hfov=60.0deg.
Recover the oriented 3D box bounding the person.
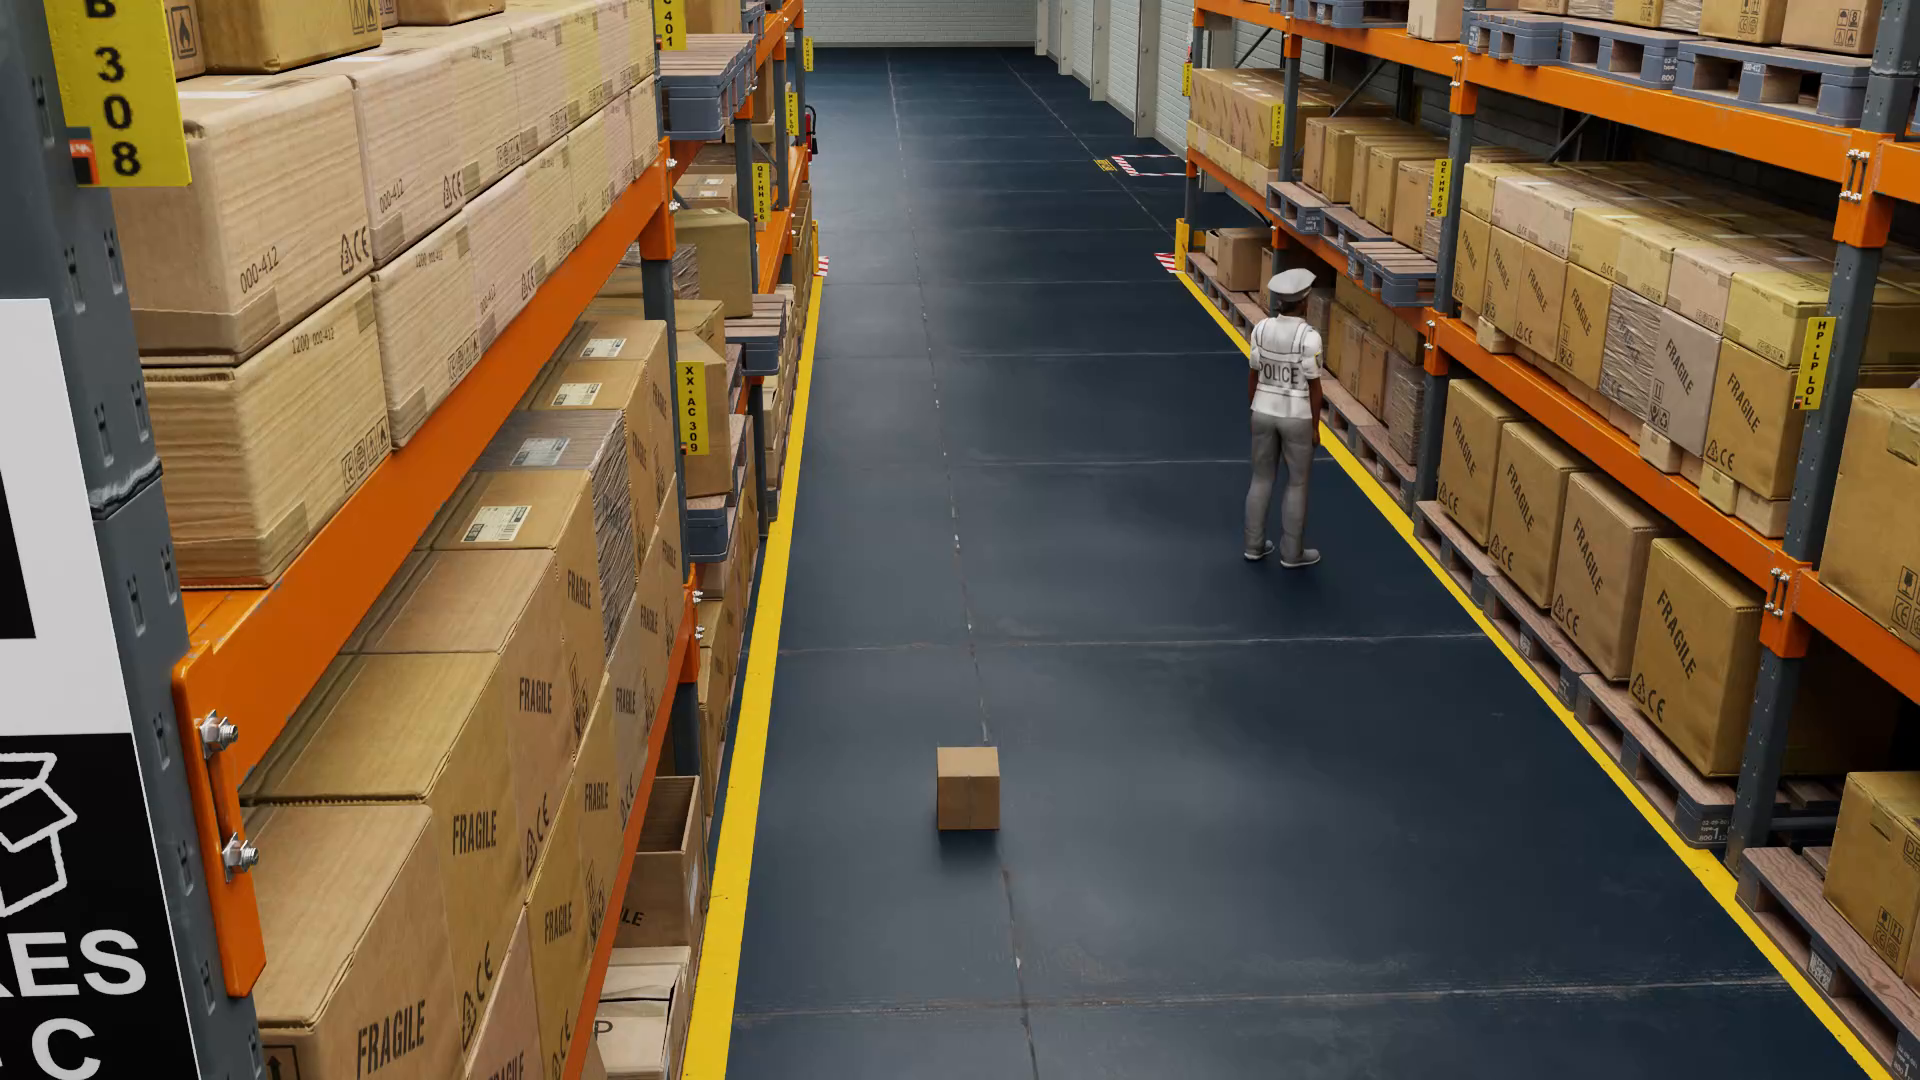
[{"bbox_3d":[1.836,-0.679,9.351,0.440,1.692,0.339,16,26,36],"label":"person"}]
